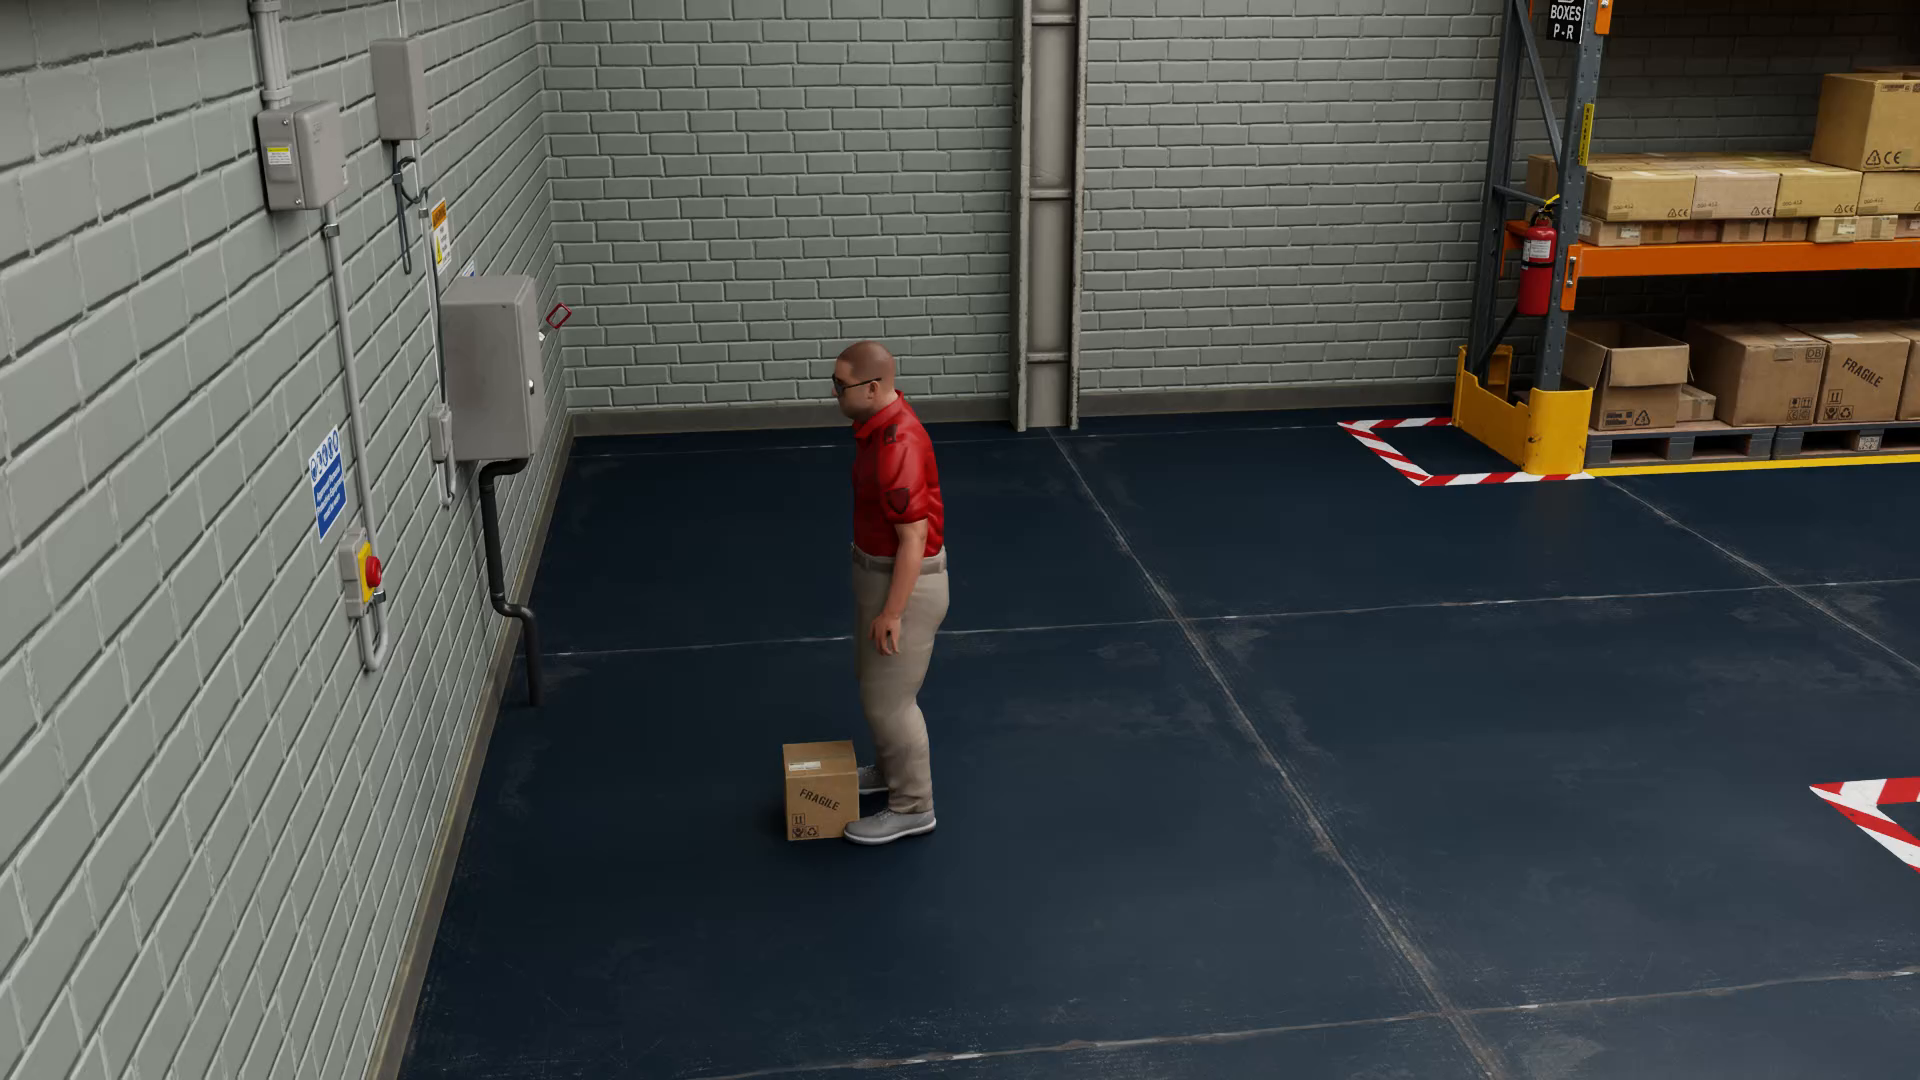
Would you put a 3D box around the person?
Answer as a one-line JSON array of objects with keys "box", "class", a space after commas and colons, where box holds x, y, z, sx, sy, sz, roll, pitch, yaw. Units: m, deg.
[{"box": [-0.241, 0.167, 5.630, 0.389, 1.726, 0.587, -3, 20, -8], "class": "person"}]
